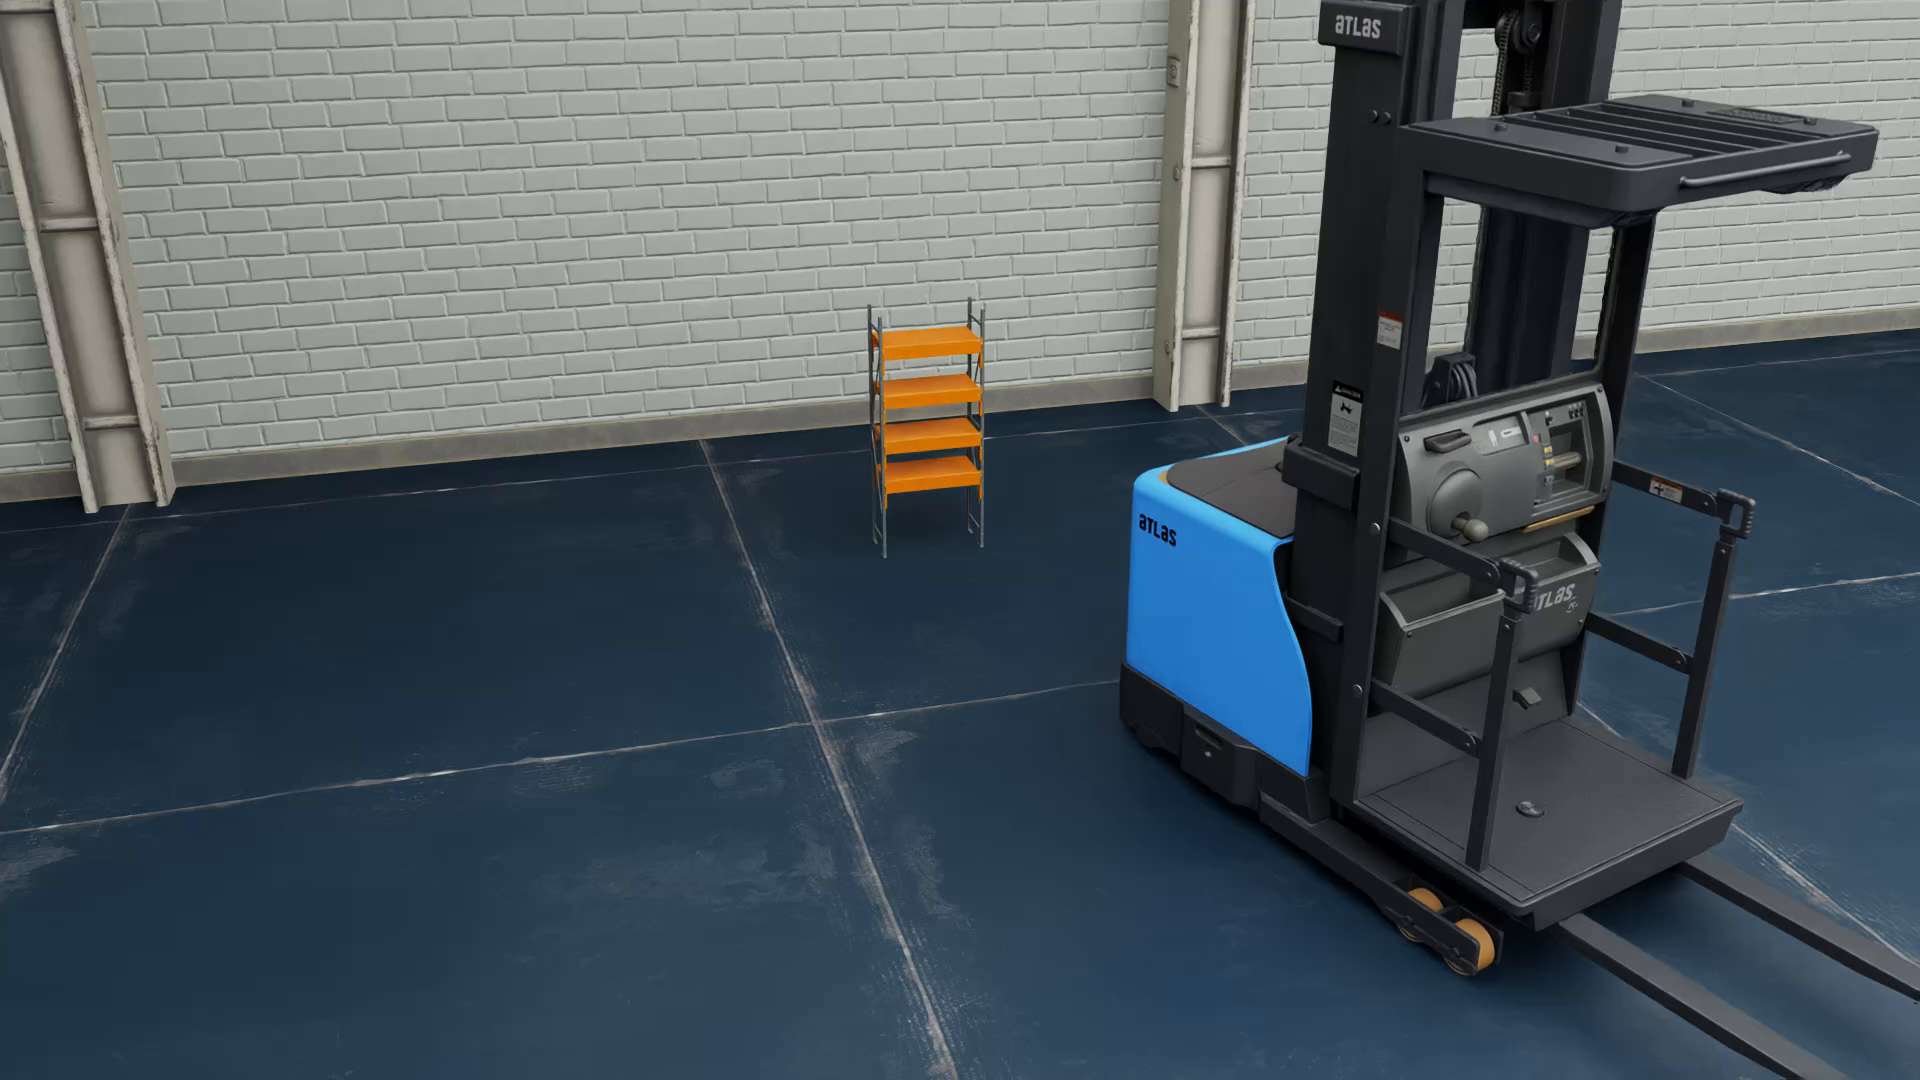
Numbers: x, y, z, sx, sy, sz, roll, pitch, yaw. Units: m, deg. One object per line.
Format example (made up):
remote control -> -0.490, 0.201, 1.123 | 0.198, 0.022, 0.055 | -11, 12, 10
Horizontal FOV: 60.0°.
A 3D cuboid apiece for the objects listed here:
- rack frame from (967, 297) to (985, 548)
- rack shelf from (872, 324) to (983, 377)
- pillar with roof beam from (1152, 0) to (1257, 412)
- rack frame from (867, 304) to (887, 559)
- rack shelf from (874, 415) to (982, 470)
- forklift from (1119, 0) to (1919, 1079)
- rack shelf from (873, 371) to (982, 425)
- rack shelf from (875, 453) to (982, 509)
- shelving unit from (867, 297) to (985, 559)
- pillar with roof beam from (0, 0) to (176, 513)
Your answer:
rack frame -> 0.076, -0.560, 8.033 | 0.015, 1.200, 0.240 | -6, 24, -14
rack shelf -> -0.159, -0.895, 7.817 | 0.480, 0.148, 0.258 | -6, 24, -14
pillar with roof beam -> 2.580, -3.357, 4.661 | 0.400, 9.000, 9.100 | -6, 24, -14
rack frame -> -0.394, -0.508, 7.912 | 0.015, 1.200, 0.240 | -6, 24, -14
rack shelf -> -0.159, -0.472, 7.999 | 0.480, 0.148, 0.258 | -6, 24, -14
forklift -> 1.834, -0.219, 5.044 | 1.130, 2.935, 3.031 | -14, 27, -30
rack shelf -> -0.159, -0.677, 7.911 | 0.480, 0.148, 0.258 | -6, 24, -14
rack shelf -> -0.159, -0.289, 8.077 | 0.480, 0.148, 0.258 | -6, 24, -14
shelving unit -> -0.159, -0.534, 7.972 | 0.503, 1.200, 0.258 | -6, 24, -14
pillar with roof beam -> -3.197, -2.718, 3.171 | 0.400, 9.000, 9.100 | -6, 24, -14
